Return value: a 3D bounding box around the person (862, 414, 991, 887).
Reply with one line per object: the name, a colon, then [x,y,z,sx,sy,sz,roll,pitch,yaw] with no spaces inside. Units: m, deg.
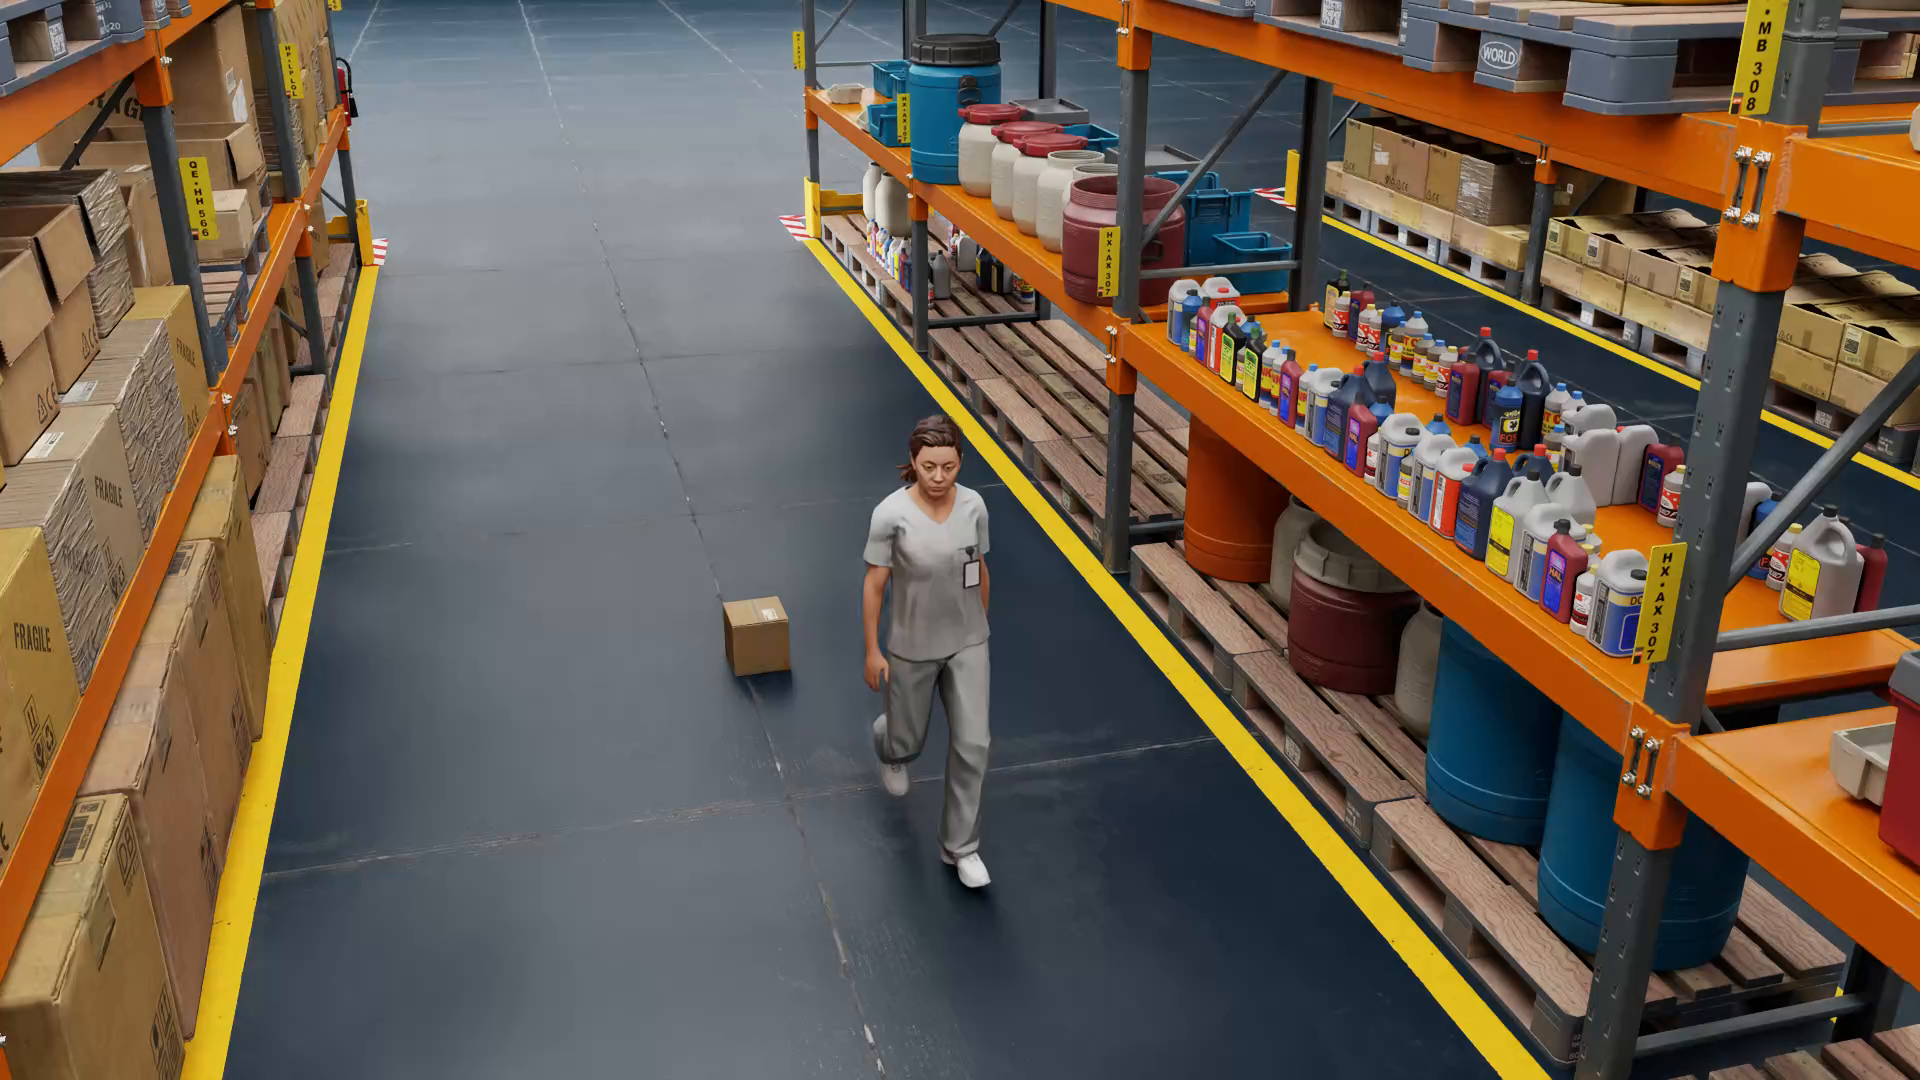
person: [-0.125,0.335,5.785,0.475,1.643,0.830,-7,24,-16]
